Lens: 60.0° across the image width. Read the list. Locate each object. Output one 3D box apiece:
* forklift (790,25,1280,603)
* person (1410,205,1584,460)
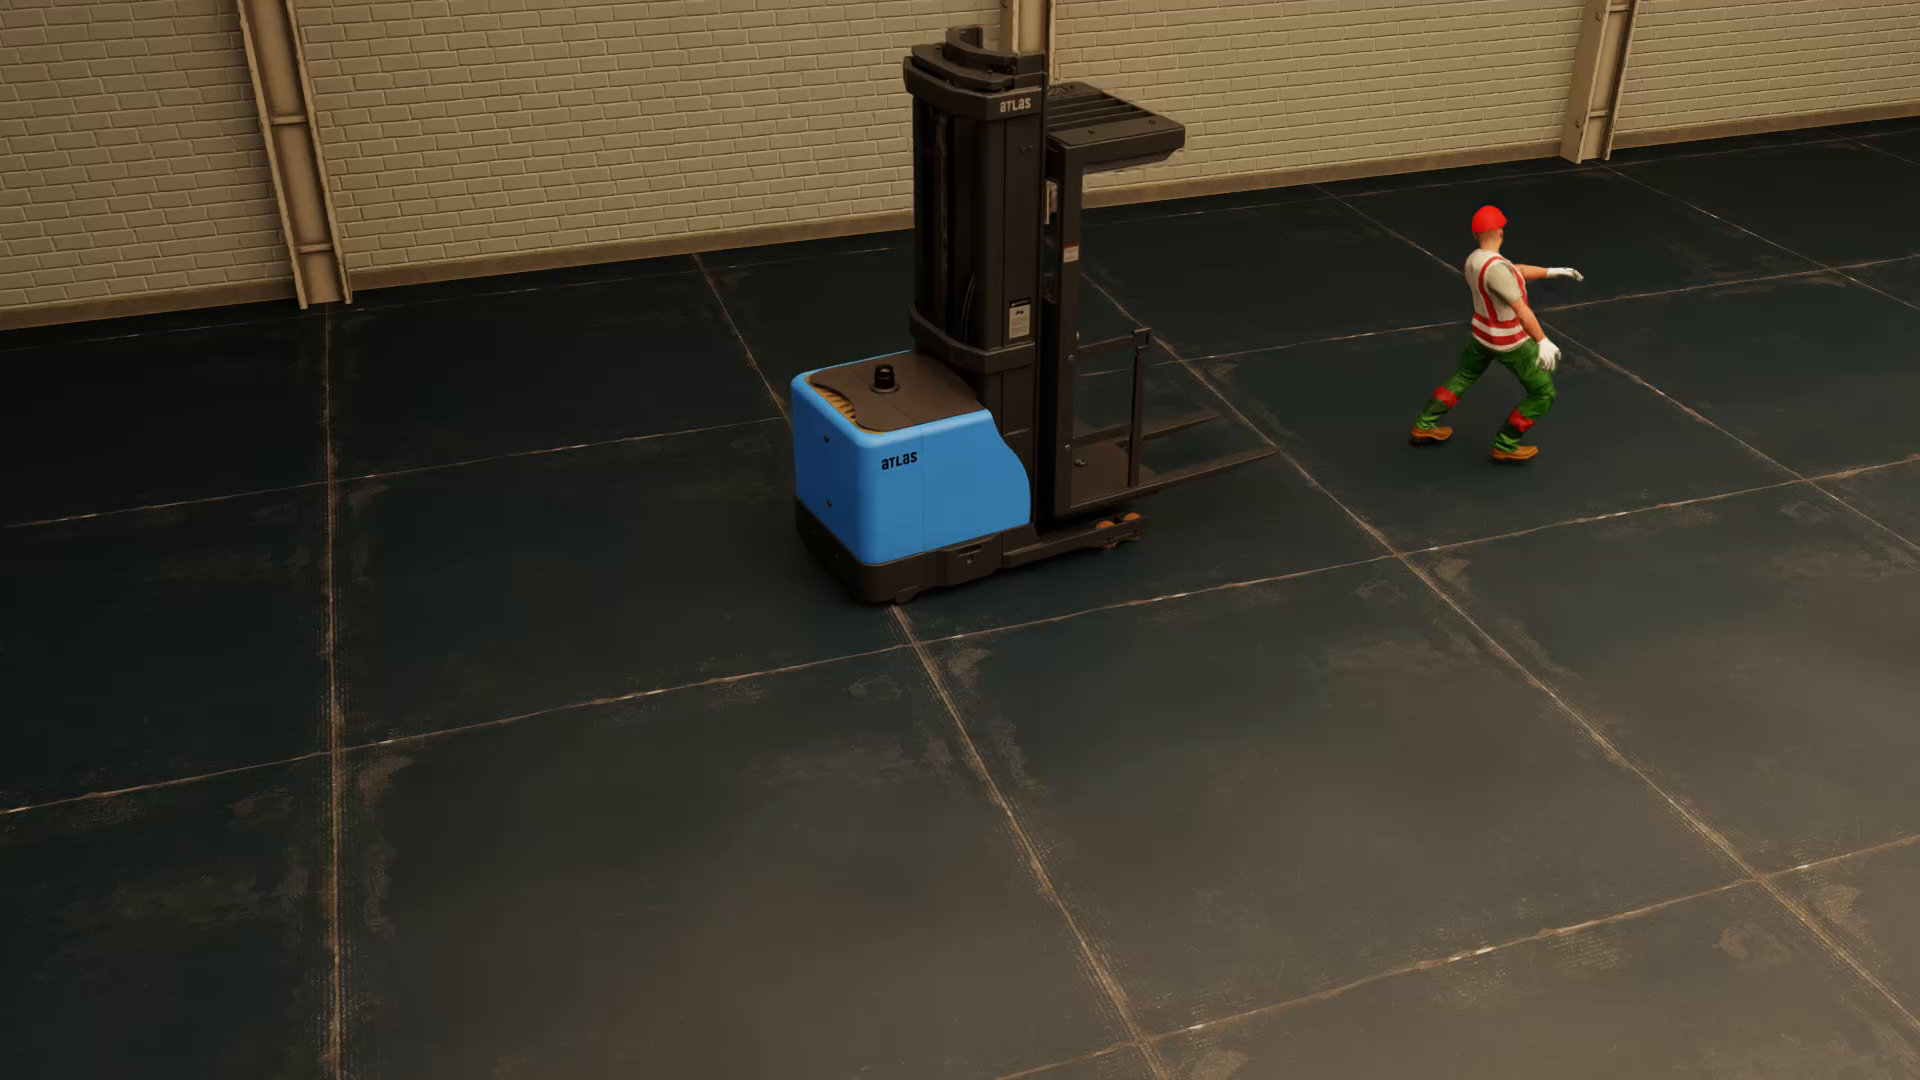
[{"bbox_3d":[0.554,-1.432,9.576,3.031,2.935,1.130,-15,33,-25],"label":"forklift"},{"bbox_3d":[3.539,-1.285,10.584,0.877,1.621,0.838,-10,31,-17],"label":"person"}]
